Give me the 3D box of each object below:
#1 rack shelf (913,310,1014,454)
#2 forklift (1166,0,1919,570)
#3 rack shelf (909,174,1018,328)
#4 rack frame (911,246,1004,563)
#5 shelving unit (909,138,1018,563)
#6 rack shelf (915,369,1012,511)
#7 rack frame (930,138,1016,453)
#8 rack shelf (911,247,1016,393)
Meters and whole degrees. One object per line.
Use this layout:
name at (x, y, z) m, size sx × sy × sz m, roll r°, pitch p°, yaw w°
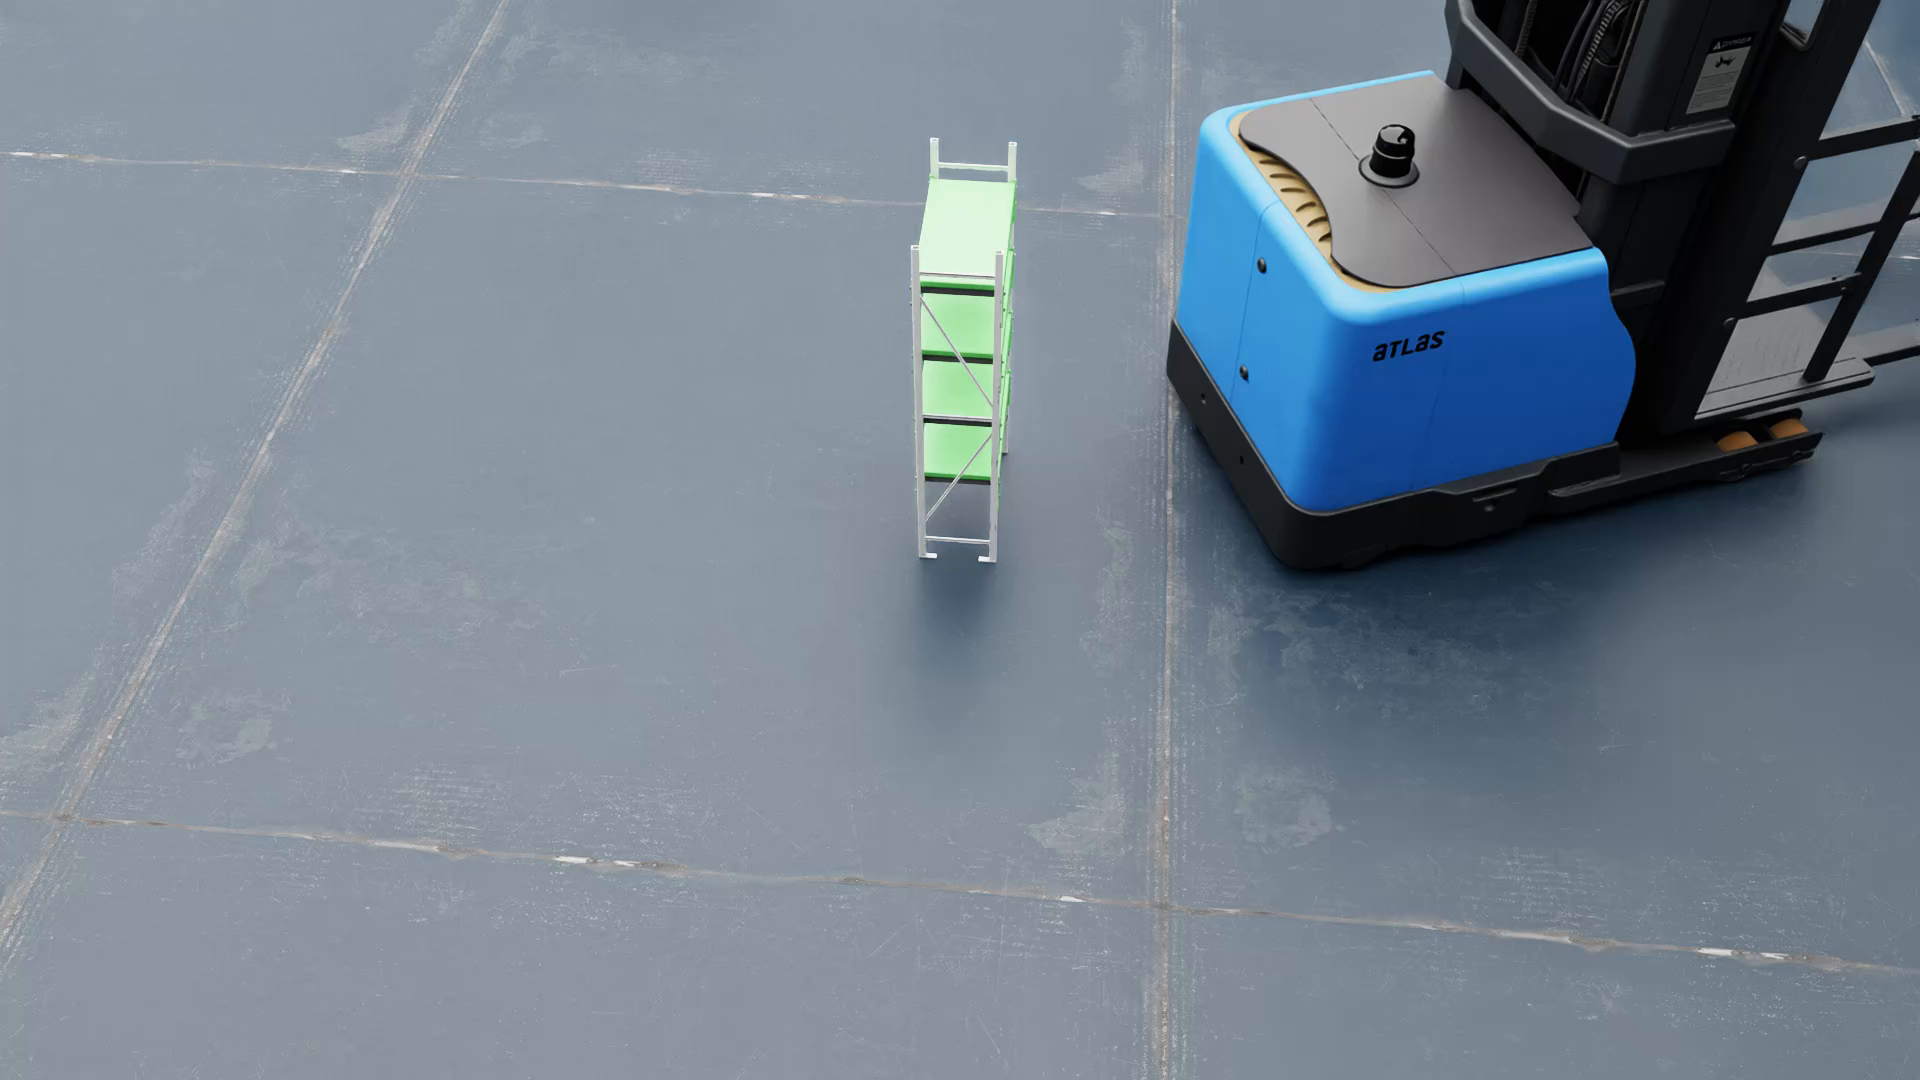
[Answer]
rack shelf at (0.015, -0.483, 4.966) m, size 0.258 × 0.148 × 0.480 m, roll 4°, pitch 48°, yaw 4°
forklift at (2.278, -1.540, 4.673) m, size 3.031 × 2.935 × 1.130 m, roll -13°, pitch 49°, yaw -12°
rack shelf at (0.015, -0.807, 4.611) m, size 0.258 × 0.148 × 0.480 m, roll 4°, pitch 48°, yaw 4°
rack frame at (-0.007, -0.347, 4.755) m, size 0.240 × 1.200 × 0.015 m, roll 4°, pitch 48°, yaw 4°
shelving unit at (0.015, -0.527, 4.919) m, size 0.258 × 1.200 × 0.503 m, roll 4°, pitch 48°, yaw 4°
rack shelf at (0.015, -0.321, 5.143) m, size 0.258 × 0.148 × 0.480 m, roll 4°, pitch 48°, yaw 4°
rack frame at (0.037, -0.706, 5.083) m, size 0.240 × 1.200 × 0.015 m, roll 4°, pitch 48°, yaw 4°
rack shelf at (0.015, -0.645, 4.789) m, size 0.258 × 0.148 × 0.480 m, roll 4°, pitch 48°, yaw 4°
